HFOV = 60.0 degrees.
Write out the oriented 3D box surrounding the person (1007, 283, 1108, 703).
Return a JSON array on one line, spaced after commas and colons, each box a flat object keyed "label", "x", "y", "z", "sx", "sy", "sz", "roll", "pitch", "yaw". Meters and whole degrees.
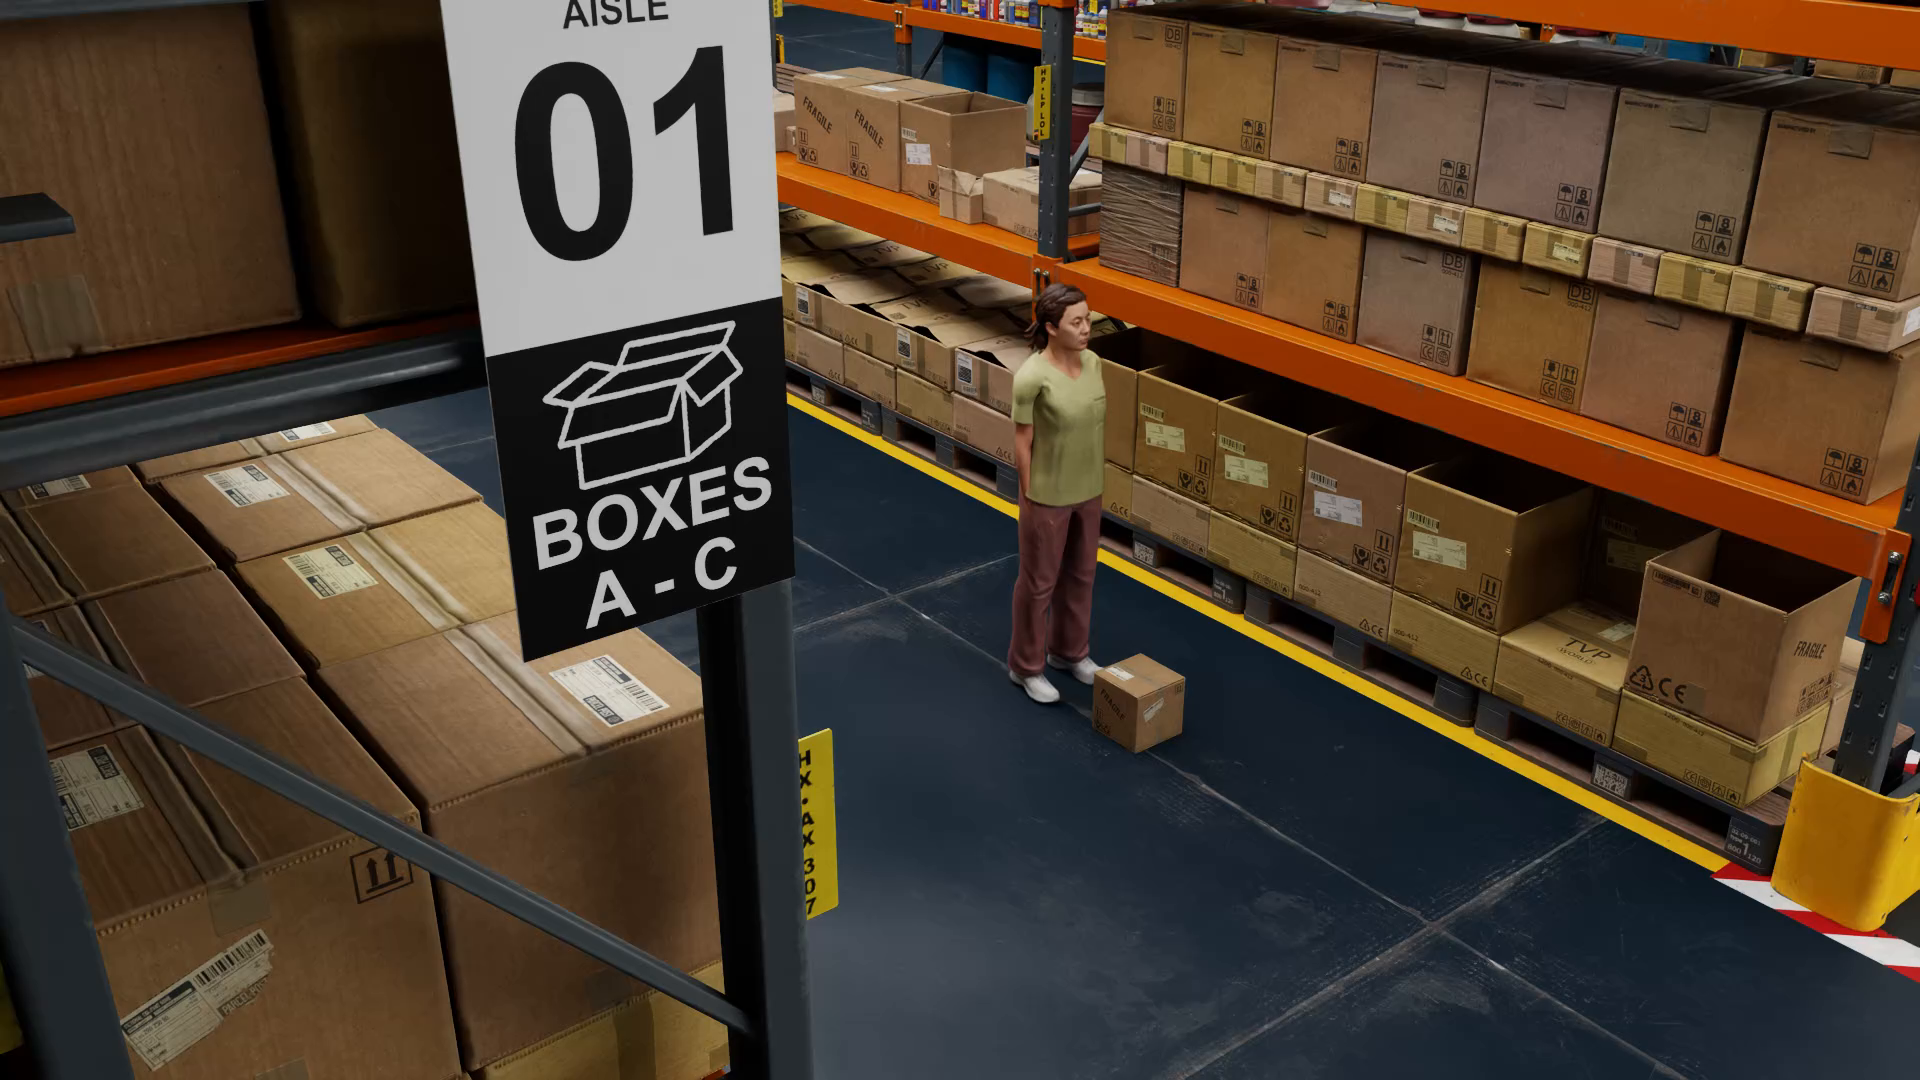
[{"label": "person", "x": 0.405, "y": -0.173, "z": 6.493, "sx": 0.439, "sy": 1.663, "sz": 0.312, "roll": -18, "pitch": 30, "yaw": -33}]
